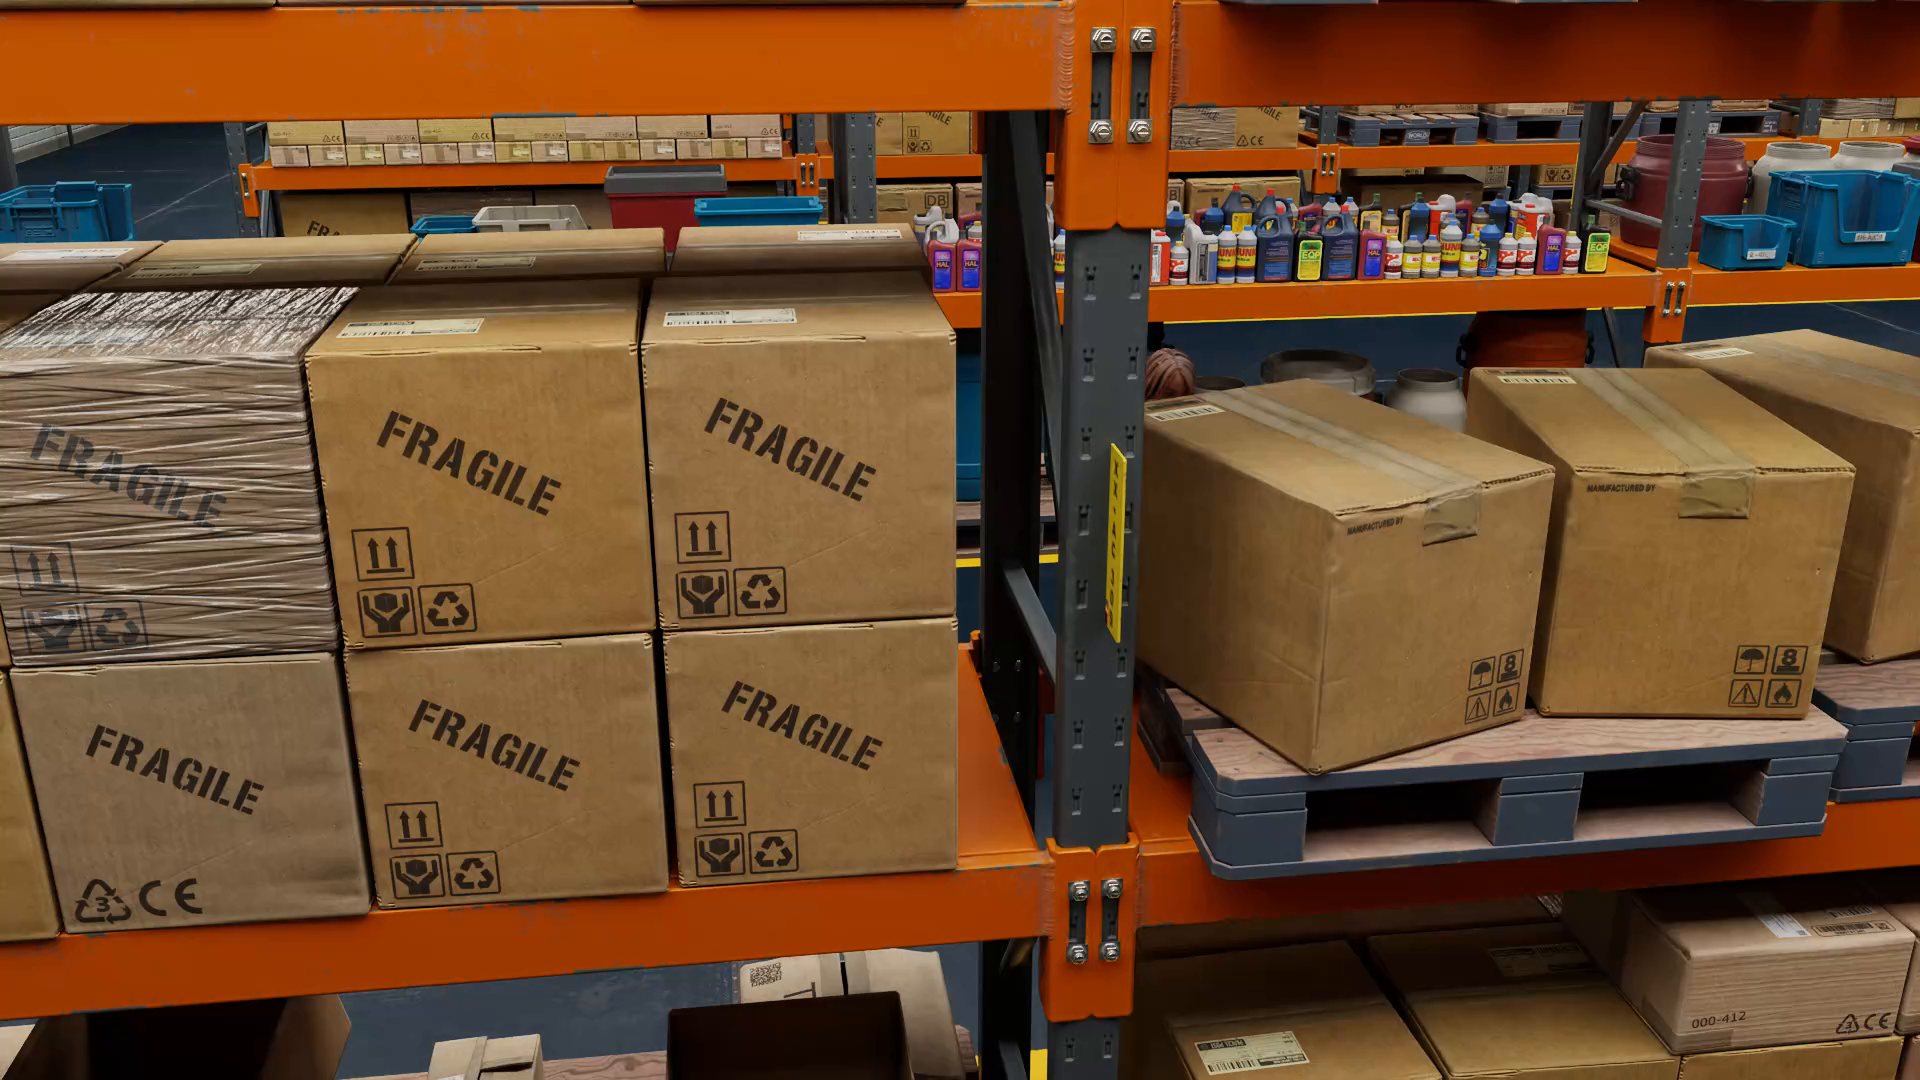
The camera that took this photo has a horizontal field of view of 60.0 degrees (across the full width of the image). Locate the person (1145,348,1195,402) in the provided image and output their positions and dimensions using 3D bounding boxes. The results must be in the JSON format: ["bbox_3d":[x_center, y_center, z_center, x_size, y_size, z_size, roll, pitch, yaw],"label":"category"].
[{"bbox_3d":[0.662,0.104,5.827,0.485,1.582,0.342,-4,21,-11],"label":"person"}]
